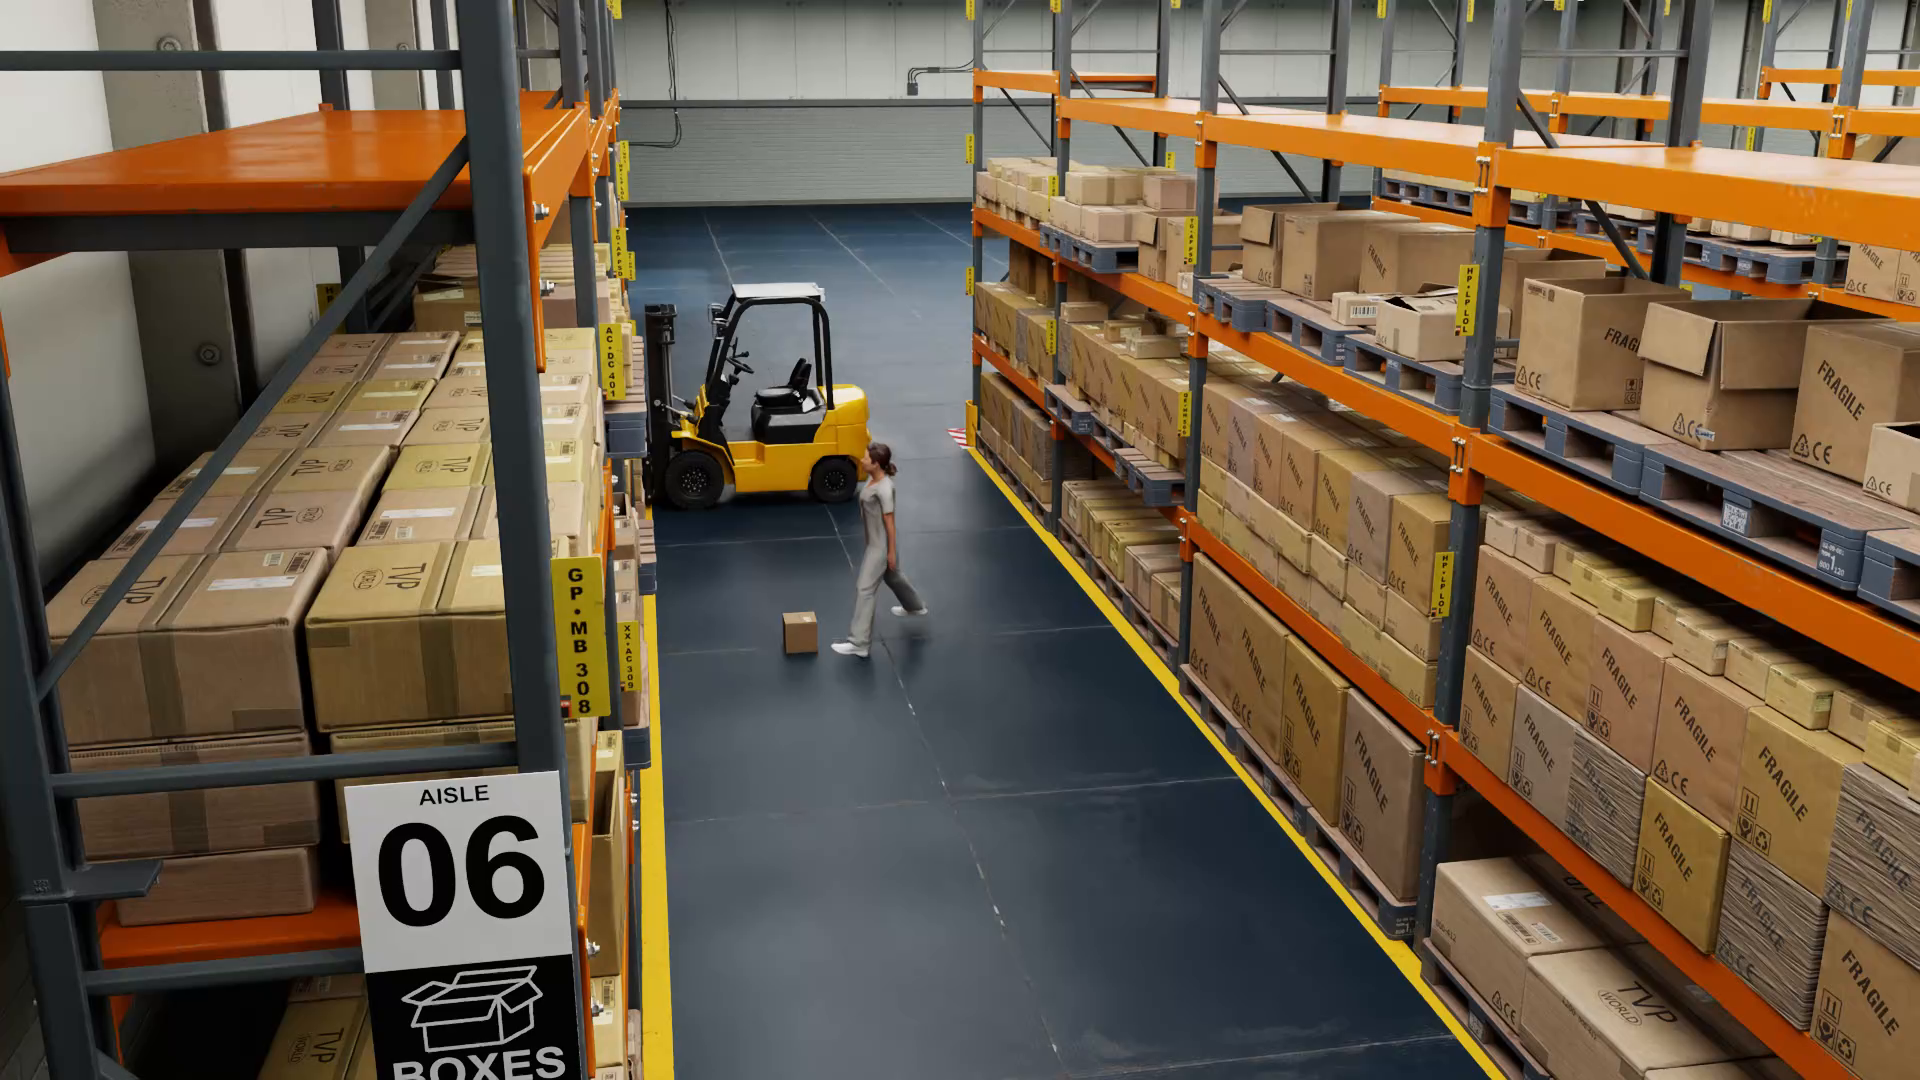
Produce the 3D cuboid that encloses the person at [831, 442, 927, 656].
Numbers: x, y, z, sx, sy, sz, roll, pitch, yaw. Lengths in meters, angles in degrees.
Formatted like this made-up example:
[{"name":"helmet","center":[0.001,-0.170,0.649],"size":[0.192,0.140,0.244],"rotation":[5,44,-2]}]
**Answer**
[{"name":"person","center":[-0.641,0.007,13.068],"size":[0.873,1.625,0.834],"rotation":[-3,17,-11]}]
